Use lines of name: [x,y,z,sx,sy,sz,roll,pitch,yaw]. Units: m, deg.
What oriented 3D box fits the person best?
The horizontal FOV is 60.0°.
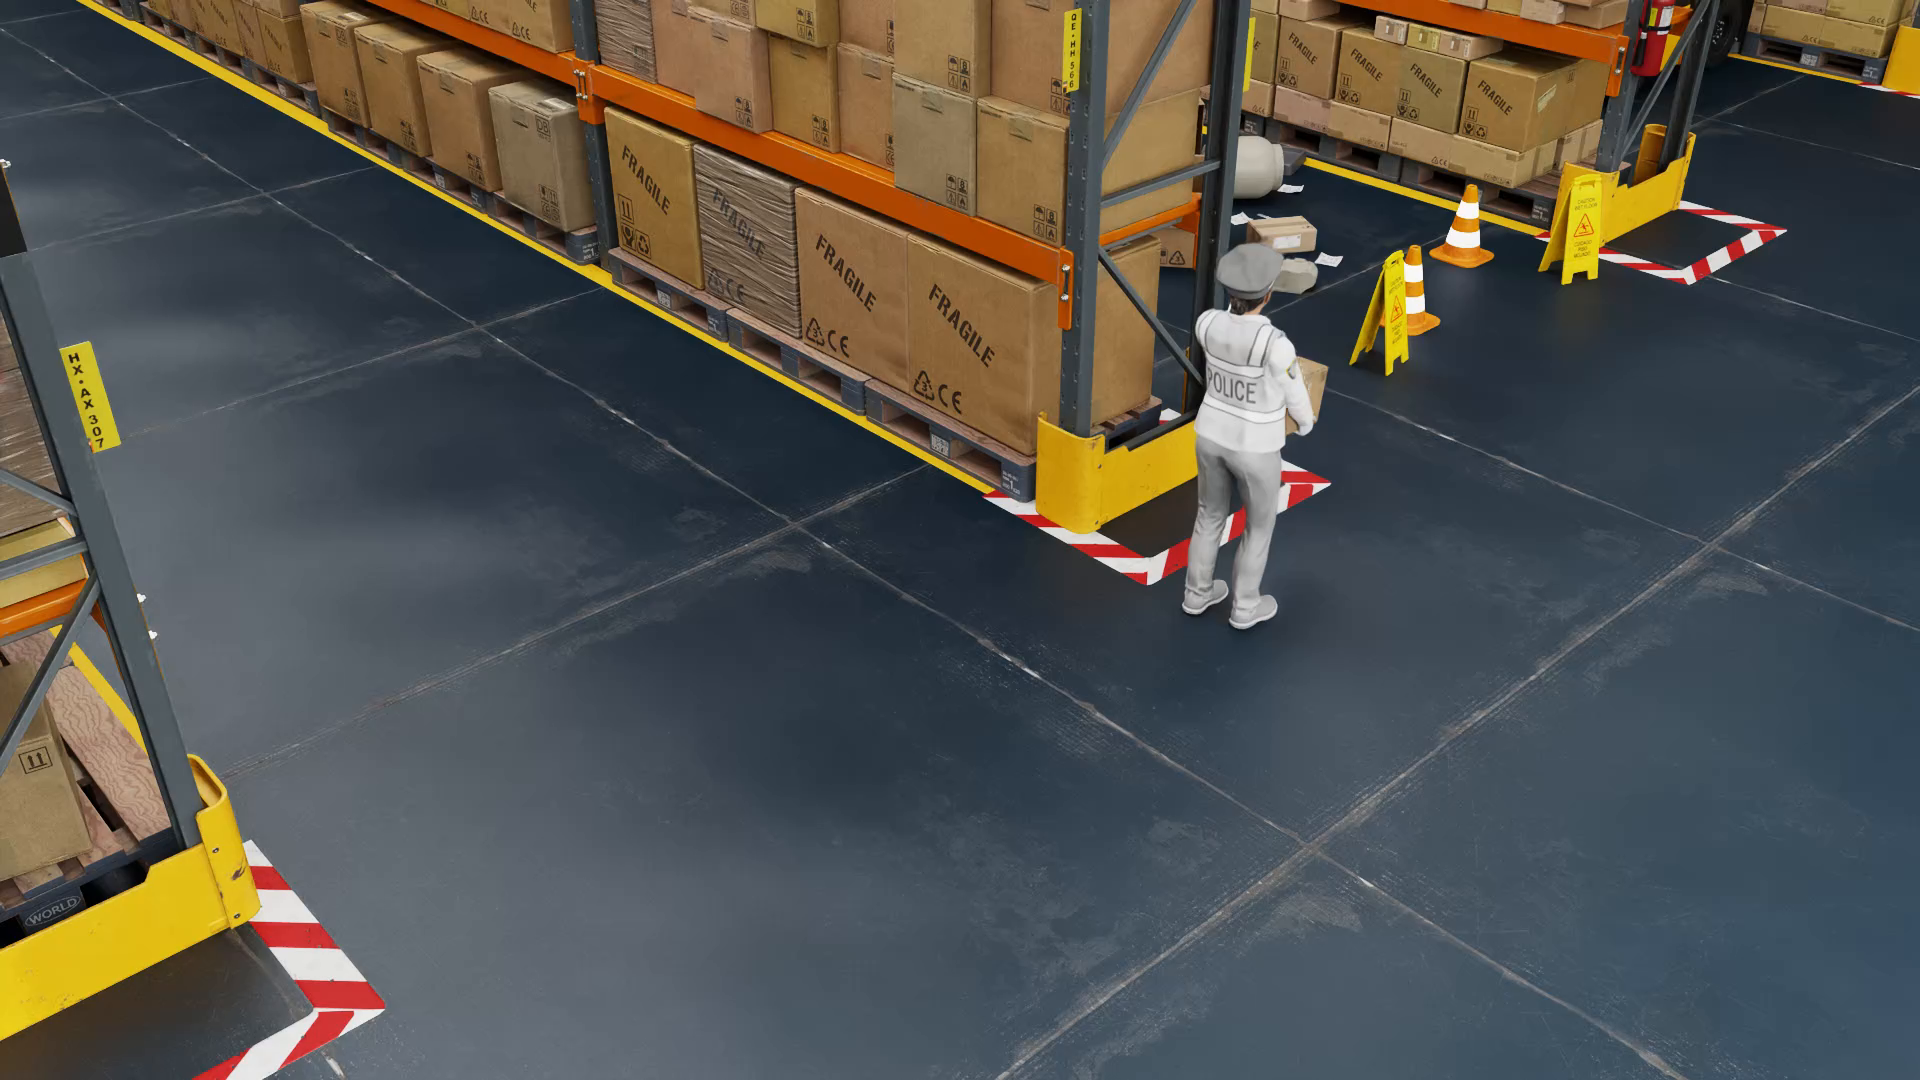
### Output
person: [1.182,-0.415,6.782,0.459,1.688,0.543,27,41,36]
